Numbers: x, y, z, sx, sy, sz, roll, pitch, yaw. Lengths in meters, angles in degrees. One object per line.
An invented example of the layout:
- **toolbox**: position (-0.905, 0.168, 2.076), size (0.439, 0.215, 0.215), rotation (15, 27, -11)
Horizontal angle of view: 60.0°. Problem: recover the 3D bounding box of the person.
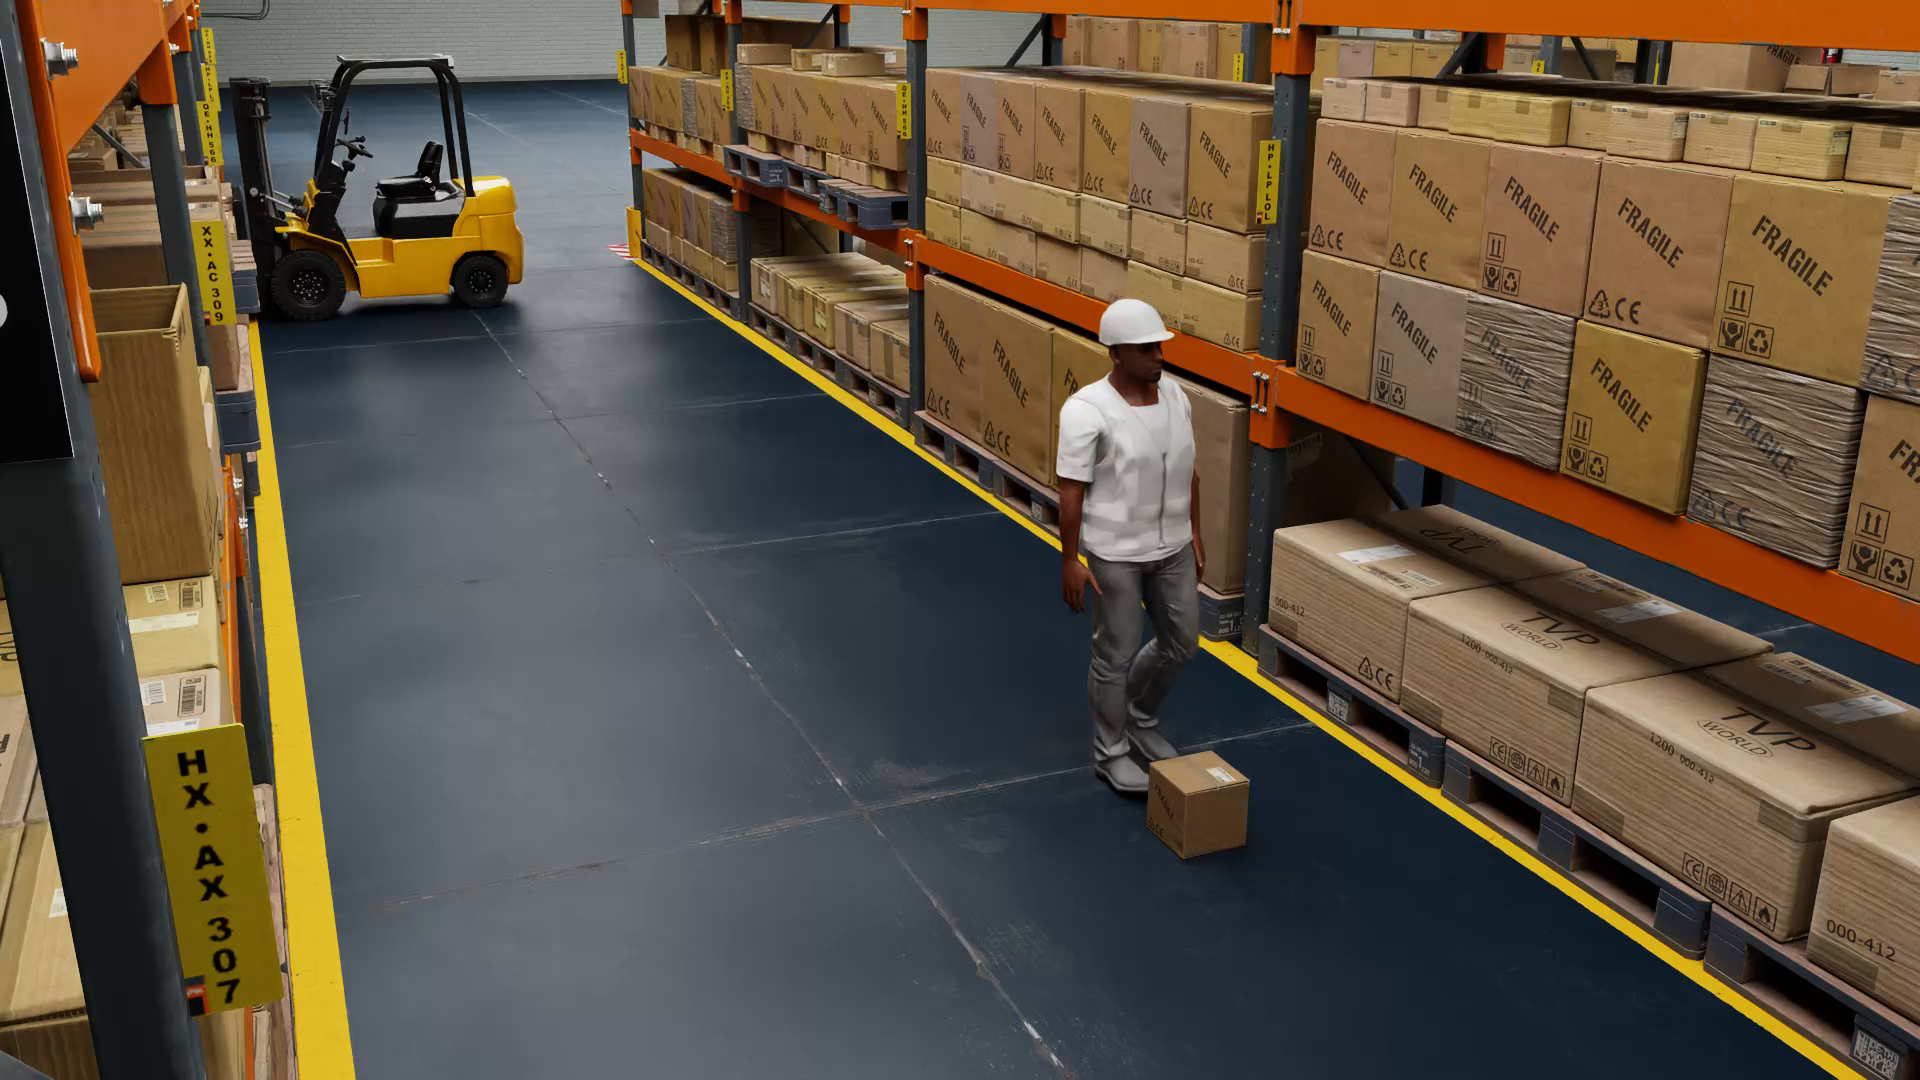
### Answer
- **person**: position (0.609, 0.038, 5.907), size (0.597, 1.794, 0.454), rotation (-11, 22, -30)
